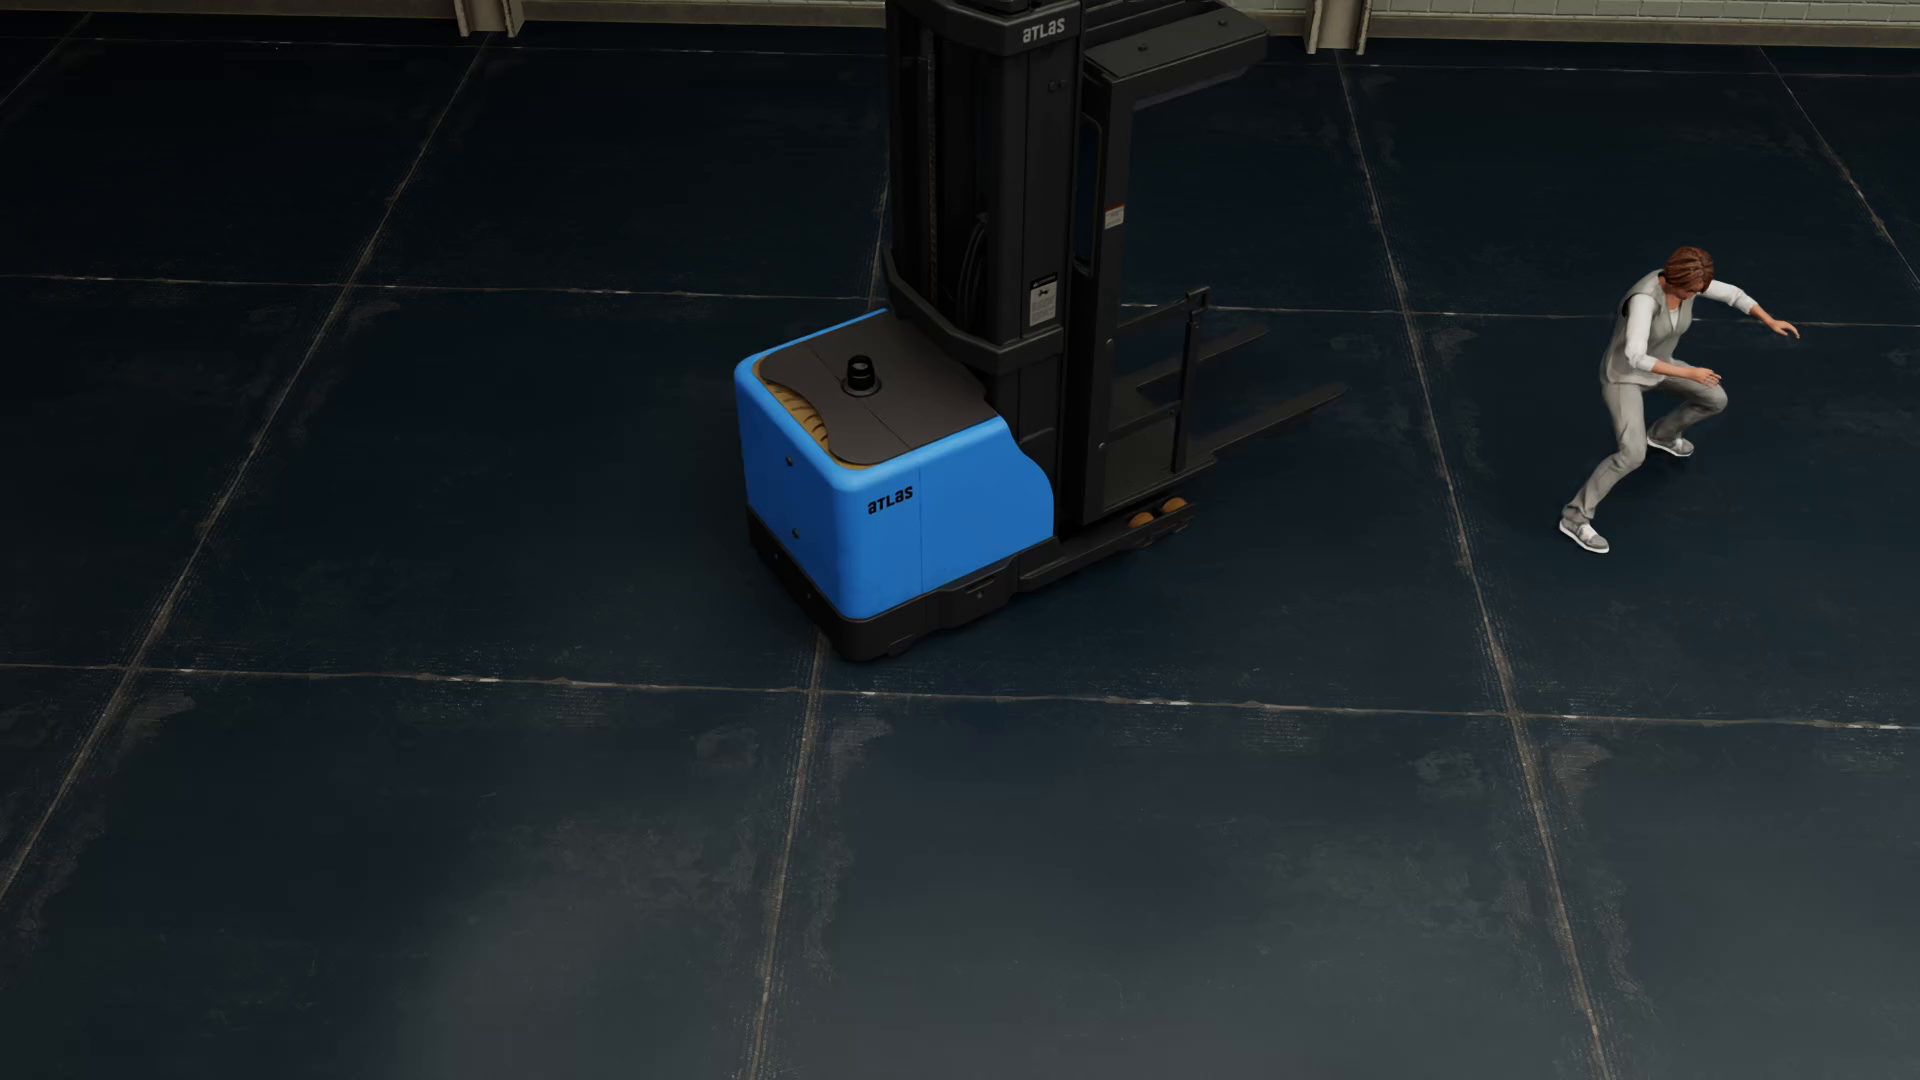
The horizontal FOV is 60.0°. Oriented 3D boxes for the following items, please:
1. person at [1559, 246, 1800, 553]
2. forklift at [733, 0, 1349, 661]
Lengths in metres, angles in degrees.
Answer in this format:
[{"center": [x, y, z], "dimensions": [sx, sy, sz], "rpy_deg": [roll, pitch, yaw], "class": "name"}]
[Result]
[{"center": [3.277, -0.732, 7.709], "dimensions": [0.997, 1.360, 0.618], "rpy_deg": [-21, 46, -21], "class": "person"}, {"center": [0.521, -1.325, 7.194], "dimensions": [3.031, 2.935, 1.130], "rpy_deg": [-24, 47, -24], "class": "forklift"}]
